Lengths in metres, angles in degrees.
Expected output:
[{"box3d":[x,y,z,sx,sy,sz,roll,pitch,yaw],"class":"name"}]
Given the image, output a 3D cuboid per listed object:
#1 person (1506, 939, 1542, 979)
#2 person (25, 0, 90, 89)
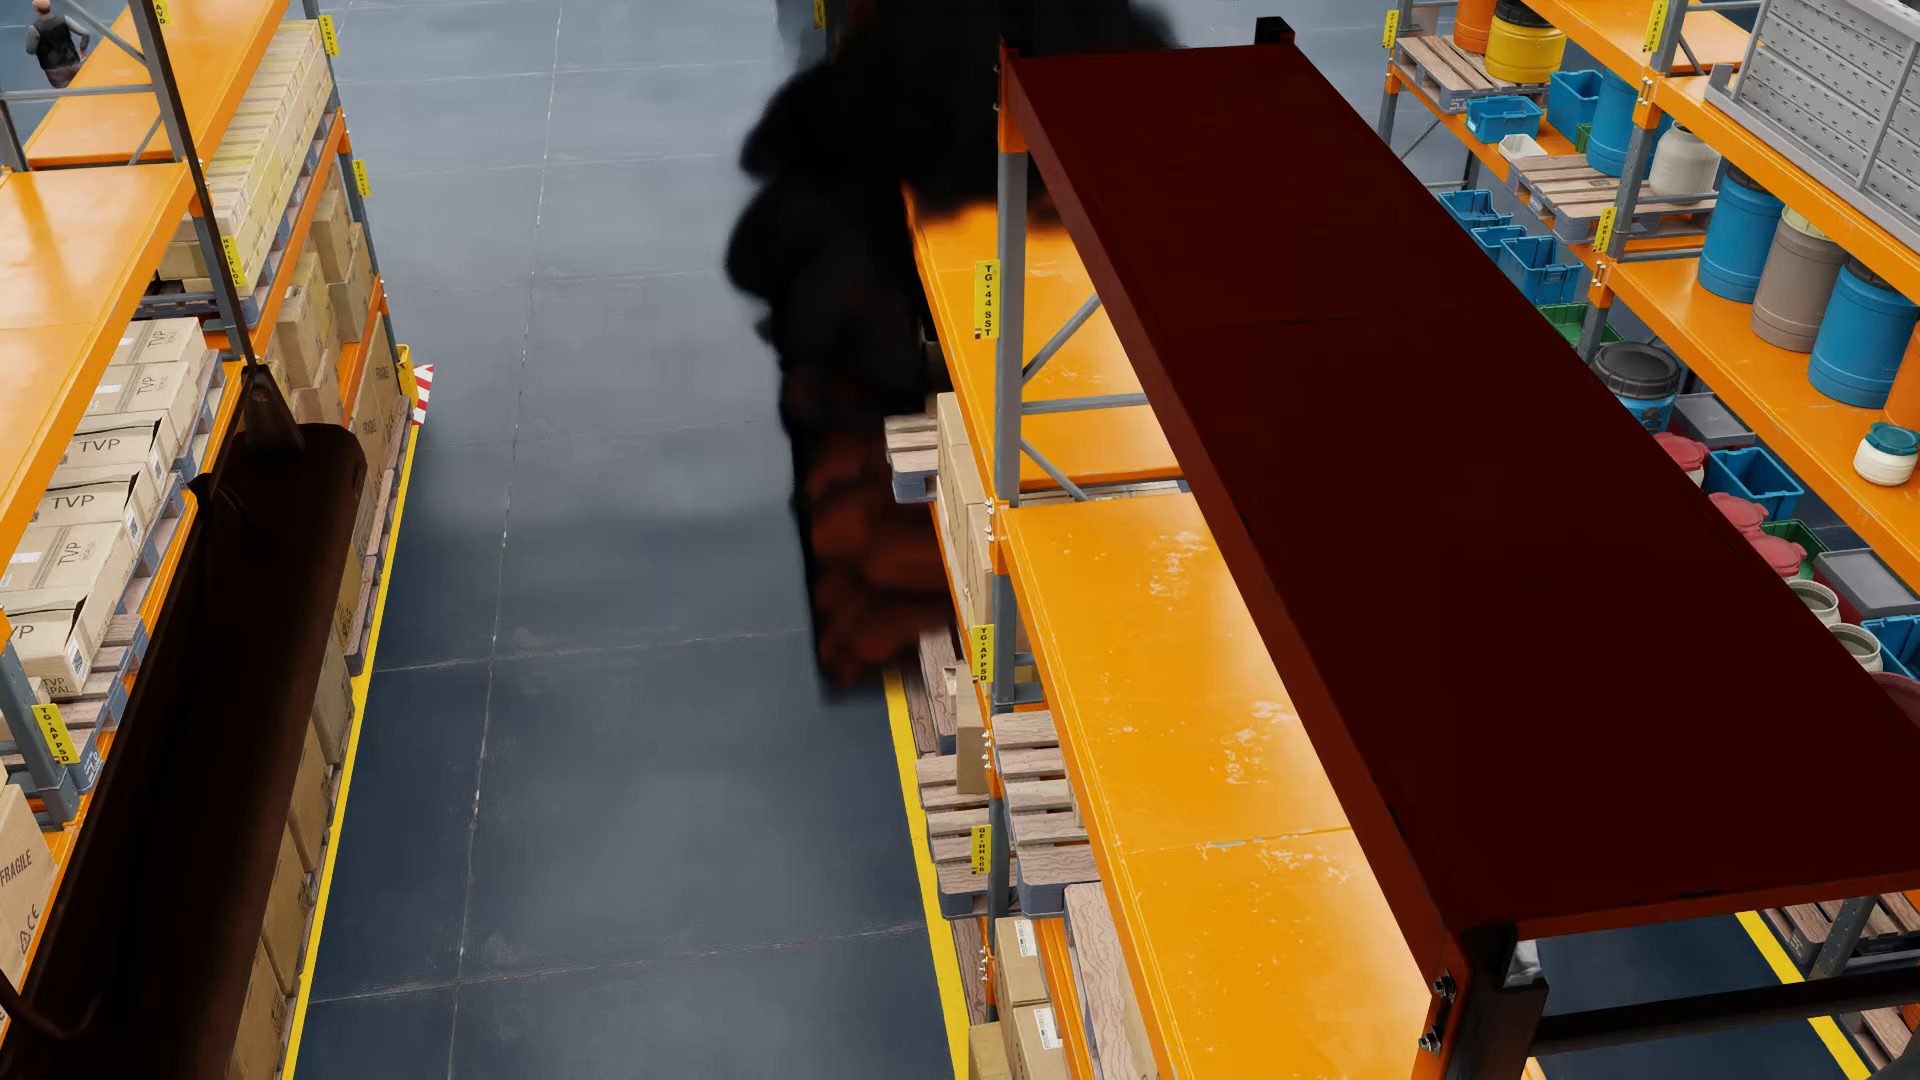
[{"box3d":[3.069,1.778,9.185,0.612,1.665,0.621,-10,38,-14],"class":"person"},{"box3d":[-10.485,-5.486,19.462,0.801,1.775,0.635,19,40,24],"class":"person"}]
